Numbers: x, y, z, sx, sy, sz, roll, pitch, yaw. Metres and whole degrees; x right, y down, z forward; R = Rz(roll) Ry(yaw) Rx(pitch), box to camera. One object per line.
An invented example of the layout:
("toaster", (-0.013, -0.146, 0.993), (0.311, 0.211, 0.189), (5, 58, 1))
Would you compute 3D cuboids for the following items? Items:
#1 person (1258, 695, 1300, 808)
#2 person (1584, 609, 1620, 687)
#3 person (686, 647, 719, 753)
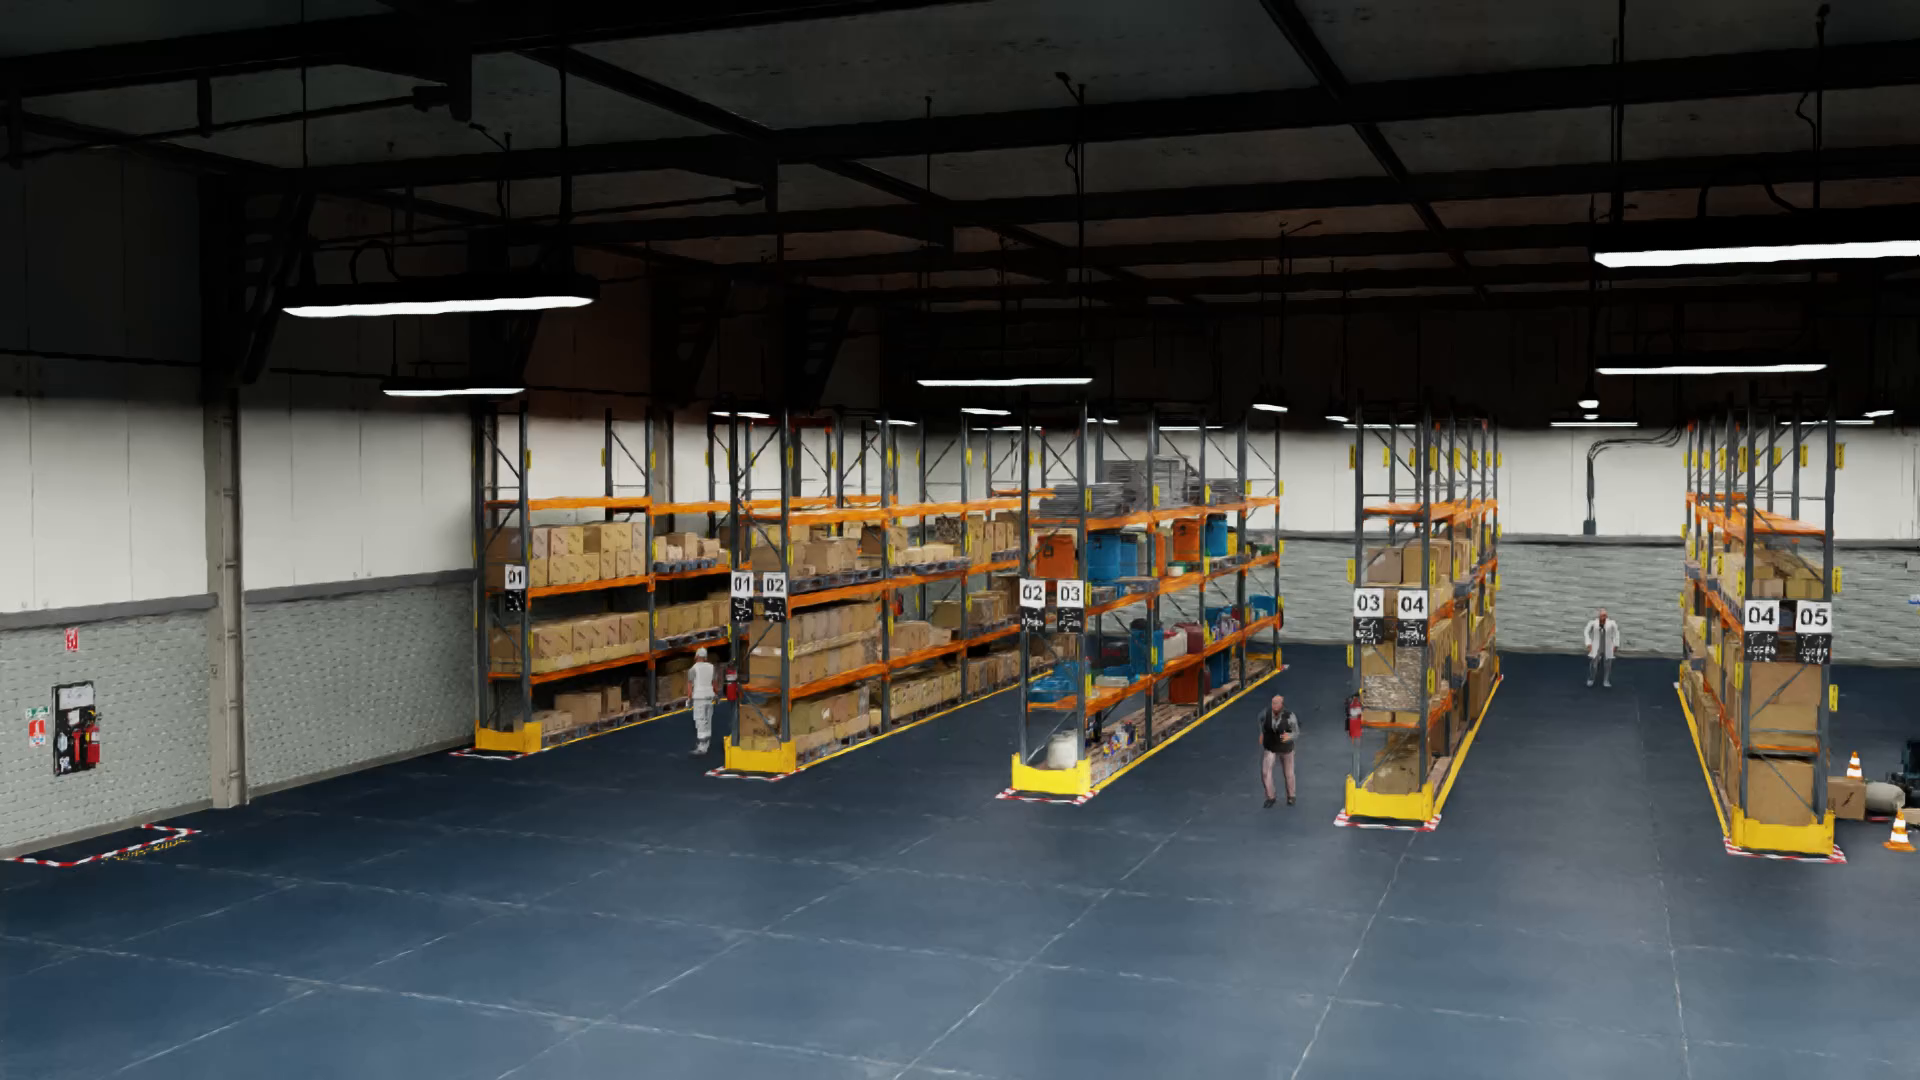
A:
("person", (4.564, 3.011, 23.832), (0.644, 1.631, 0.948), (1, 3, 17))
("person", (14.095, 2.364, 36.537), (0.729, 1.733, 0.546), (1, 3, 19))
("person", (-4.408, 2.712, 28.380), (0.577, 1.785, 0.655), (3, 4, 44))
